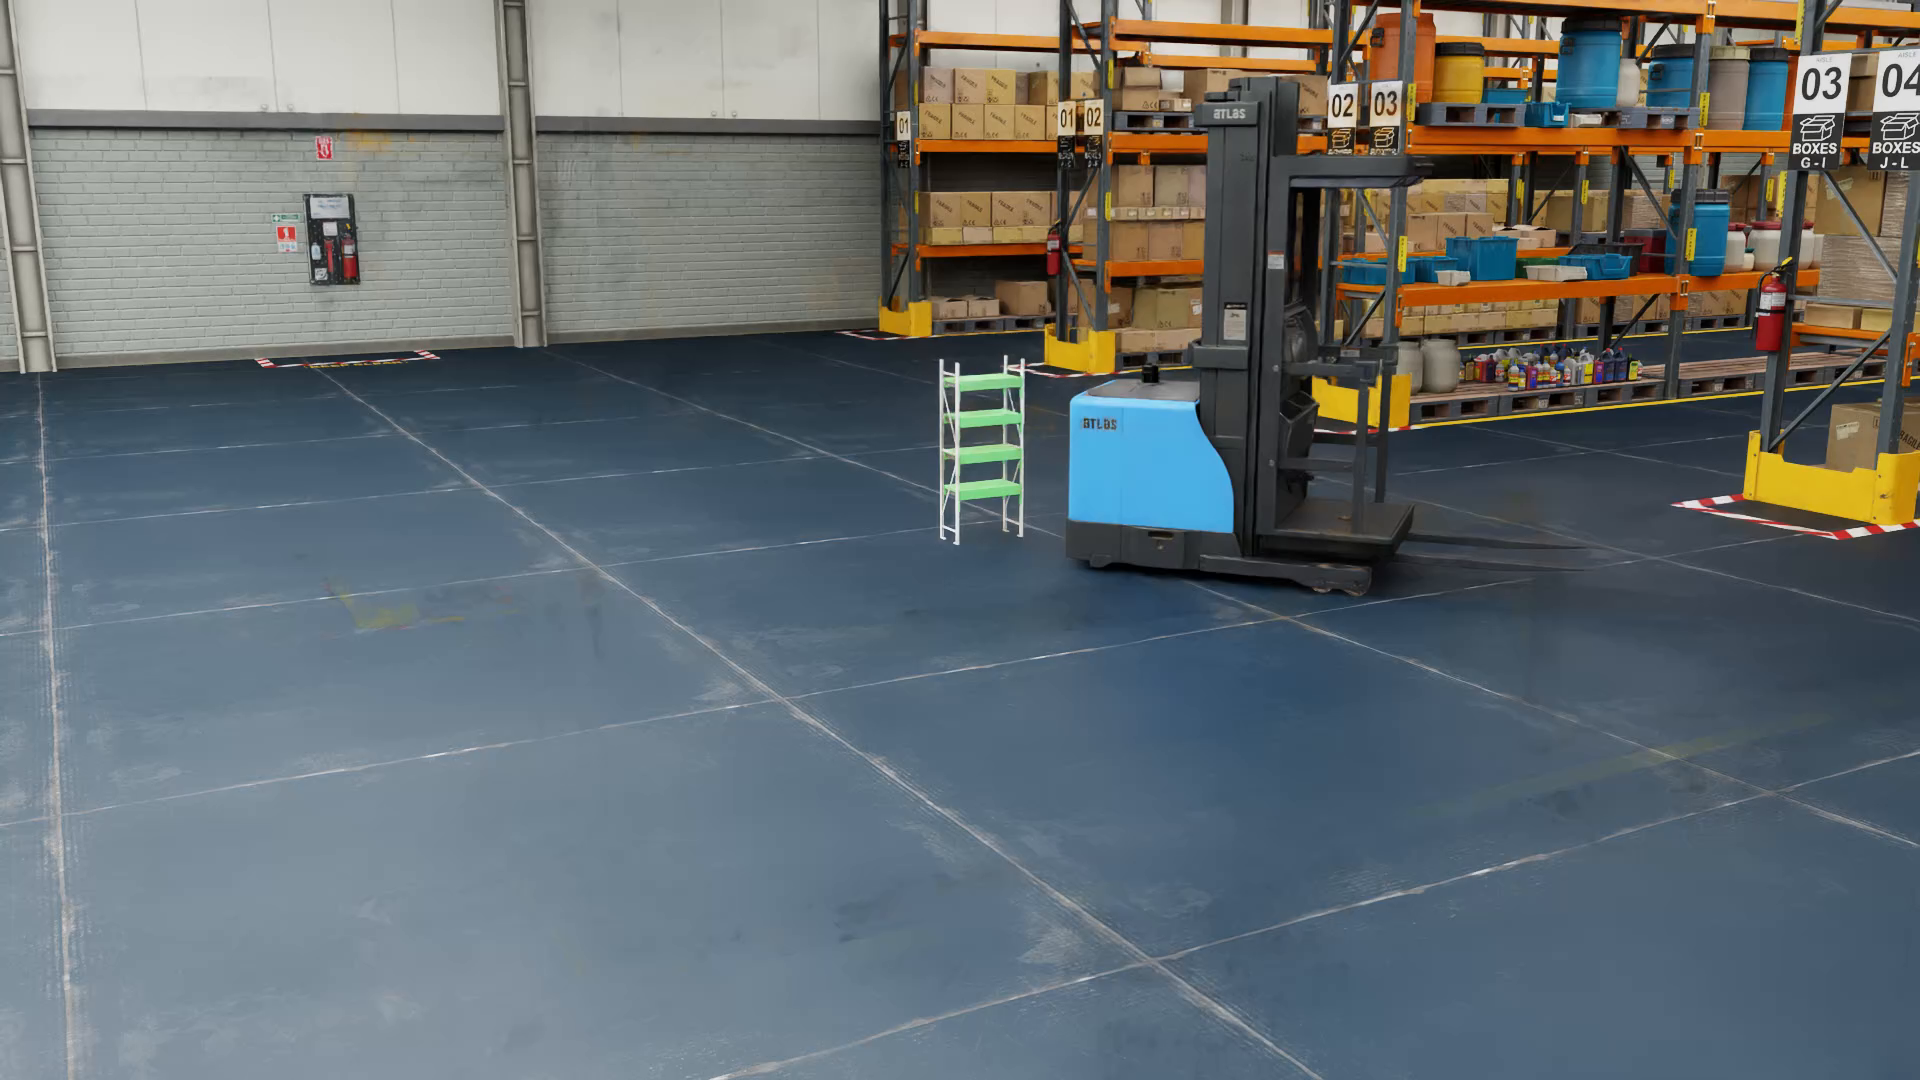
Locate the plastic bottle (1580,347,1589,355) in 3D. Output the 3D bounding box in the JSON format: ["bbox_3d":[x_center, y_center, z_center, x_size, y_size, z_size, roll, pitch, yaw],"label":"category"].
[{"bbox_3d":[6.881,-1.990,18.332,0.097,0.271,0.097,0,13,0],"label":"plastic bottle"}]

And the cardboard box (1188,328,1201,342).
[{"bbox_3d":[2.943,-2.573,21.014,0.500,0.250,0.500,-7,14,-28],"label":"cardboard box"}]

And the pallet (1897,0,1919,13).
[{"bbox_3d":[11.529,-6.186,19.441,1.003,0.211,1.213,-7,14,-28],"label":"pallet"}]

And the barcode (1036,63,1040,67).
[{"bbox_3d":[1.198,-7.292,25.519,0.075,0.075,0.001,-7,14,-28],"label":"barcode"}]

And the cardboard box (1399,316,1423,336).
[{"bbox_3d":[5.923,-2.922,22.568,0.500,0.250,0.500,-6,14,-26],"label":"cardboard box"}]

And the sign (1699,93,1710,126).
[{"bbox_3d":[7.625,-4.416,17.048,0.005,0.325,0.100,-7,14,-28],"label":"sign"}]

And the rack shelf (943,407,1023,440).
[{"bbox_3d":[0.145,-0.775,11.016,0.480,0.148,0.258,-7,14,-28],"label":"rack shelf"}]

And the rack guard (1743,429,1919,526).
[{"bbox_3d":[6.300,-0.469,12.053,0.348,0.500,1.175,-7,14,-28],"label":"rack guard"}]

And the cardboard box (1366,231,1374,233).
[{"bbox_3d":[5.684,-4.073,22.681,0.258,0.266,0.396,-7,15,-29],"label":"cardboard box"}]

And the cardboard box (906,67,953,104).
[{"bbox_3d":[-0.433,-6.547,23.988,0.500,0.500,0.500,-8,15,-32],"label":"cardboard box"}]

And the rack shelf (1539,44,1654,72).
[{"bbox_3d":[10.267,-7.022,24.367,4.000,0.370,1.077,-7,14,-28],"label":"rack shelf"}]

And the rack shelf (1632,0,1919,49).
[{"bbox_3d":[9.126,-5.647,18.254,4.000,0.370,1.077,-7,14,-28],"label":"rack shelf"}]

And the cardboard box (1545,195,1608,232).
[{"bbox_3d":[9.010,-4.773,24.302,0.700,0.500,0.500,11,17,41],"label":"cardboard box"}]

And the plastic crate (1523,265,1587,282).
[{"bbox_3d":[6.067,-2.707,16.908,0.437,0.136,0.530,-7,14,-28],"label":"plastic crate"}]

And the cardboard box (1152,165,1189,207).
[{"bbox_3d":[2.411,-4.380,20.557,0.500,0.500,0.700,-7,15,-29],"label":"cardboard box"}]

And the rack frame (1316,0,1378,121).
[{"bbox_3d":[5.001,-6.937,21.439,0.127,3.000,1.000,-7,14,-28],"label":"rack frame"}]

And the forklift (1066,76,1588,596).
[{"bbox_3d":[2.228,-1.235,9.923,3.031,2.935,1.130,5,14,21],"label":"forklift"}]

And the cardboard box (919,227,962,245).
[{"bbox_3d":[-0.307,-4.471,24.439,0.500,0.250,0.500,-7,15,-29],"label":"cardboard box"}]

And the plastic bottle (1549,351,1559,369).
[{"bbox_3d":[6.394,-1.896,17.913,0.097,0.271,0.097,0,13,0],"label":"plastic bottle"}]

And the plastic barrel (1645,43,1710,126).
[{"bbox_3d":[7.713,-4.859,17.894,0.708,0.901,0.600,-7,14,-28],"label":"plastic barrel"}]

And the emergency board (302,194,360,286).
[{"bbox_3d":[-8.141,-3.901,21.609,0.643,1.169,0.194,-7,14,-28],"label":"emergency board"}]

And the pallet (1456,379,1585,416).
[{"bbox_3d":[5.689,-1.503,17.308,1.213,0.211,1.003,-7,14,-28],"label":"pallet"}]

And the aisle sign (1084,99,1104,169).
[{"bbox_3d":[1.579,-4.792,19.650,0.004,0.787,0.394,-7,14,-28],"label":"aisle sign"}]

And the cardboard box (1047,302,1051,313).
[{"bbox_3d":[1.210,-3.624,25.872,0.250,0.149,0.380,-8,15,-32],"label":"cardboard box"}]

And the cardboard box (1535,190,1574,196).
[{"bbox_3d":[10.773,-6.082,30.621,0.700,0.700,0.980,-7,15,-29],"label":"cardboard box"}]

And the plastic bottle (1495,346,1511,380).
[{"bbox_3d":[5.761,-1.889,17.701,0.185,0.351,0.144,-6,14,-26],"label":"plastic bottle"}]

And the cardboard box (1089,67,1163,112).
[{"bbox_3d":[1.996,-5.436,20.091,0.637,0.503,0.797,-6,14,-24],"label":"cardboard box"}]

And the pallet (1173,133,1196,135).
[{"bbox_3d":[4.125,-6.491,26.714,1.003,0.211,1.213,-7,14,-28],"label":"pallet"}]

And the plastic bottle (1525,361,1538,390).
[{"bbox_3d":[5.808,-1.675,16.906,0.133,0.283,0.061,-7,14,-27],"label":"plastic bottle"}]

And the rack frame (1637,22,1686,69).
[{"bbox_3d":[13.157,-9.154,31.289,0.127,3.000,1.000,-7,14,-28],"label":"rack frame"}]

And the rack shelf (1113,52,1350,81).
[{"bbox_3d":[4.379,-7.556,26.737,4.000,0.370,1.077,-7,14,-28],"label":"rack shelf"}]

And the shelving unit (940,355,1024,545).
[{"bbox_3d":[0.145,-0.603,11.055,0.503,1.200,0.258,-7,14,-28],"label":"shelving unit"}]

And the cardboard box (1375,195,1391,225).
[{"bbox_3d":[7.148,-5.644,28.407,0.500,0.500,0.500,-6,14,-26],"label":"cardboard box"}]

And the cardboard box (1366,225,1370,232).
[{"bbox_3d":[6.760,-5.288,28.299,0.250,0.149,0.380,-7,14,-27],"label":"cardboard box"}]

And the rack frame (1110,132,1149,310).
[{"bbox_3d":[2.624,-4.965,26.338,0.127,3.000,1.000,-7,14,-28],"label":"rack frame"}]

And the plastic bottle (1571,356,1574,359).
[{"bbox_3d":[6.420,-1.785,17.392,0.133,0.283,0.061,-7,14,-28],"label":"plastic bottle"}]

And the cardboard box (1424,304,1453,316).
[{"bbox_3d":[6.378,-3.249,22.745,0.500,0.311,0.500,-7,15,-30],"label":"cardboard box"}]

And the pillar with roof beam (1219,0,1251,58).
[{"bbox_3d":[6.642,-7.513,23.996,0.400,9.000,9.100,-7,14,-28],"label":"pillar with roof beam"}]

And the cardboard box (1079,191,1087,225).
[{"bbox_3d":[1.922,-5.104,25.546,0.500,0.500,0.500,-7,14,-28],"label":"cardboard box"}]

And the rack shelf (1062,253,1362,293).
[{"bbox_3d":[3.245,-3.449,21.242,4.000,0.370,1.077,-7,14,-28],"label":"rack shelf"}]

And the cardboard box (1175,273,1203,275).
[{"bbox_3d":[3.647,-4.453,27.049,0.500,0.250,0.500,-7,15,-29],"label":"cardboard box"}]

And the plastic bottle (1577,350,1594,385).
[{"bbox_3d":[6.492,-1.800,17.309,0.185,0.351,0.144,-7,14,-28],"label":"plastic bottle"}]

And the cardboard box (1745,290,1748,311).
[{"bbox_3d":[12.494,-3.758,26.096,0.500,0.311,0.500,-7,14,-28],"label":"cardboard box"}]

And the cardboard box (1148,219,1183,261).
[{"bbox_3d":[2.364,-3.741,20.674,0.500,0.500,0.700,-6,14,-26],"label":"cardboard box"}]

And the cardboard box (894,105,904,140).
[{"bbox_3d":[-0.642,-6.159,24.538,0.500,0.500,0.500,-6,14,-24],"label":"cardboard box"}]

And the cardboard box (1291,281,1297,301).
[{"bbox_3d":[4.254,-3.099,21.644,0.500,0.500,0.500,-7,14,-28],"label":"cardboard box"}]

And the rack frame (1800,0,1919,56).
[{"bbox_3d":[6.233,-4.607,11.085,0.127,3.000,1.000,-7,14,-28],"label":"rack frame"}]

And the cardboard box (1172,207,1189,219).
[{"bbox_3d":[2.610,-4.035,20.502,0.250,0.149,0.380,-7,14,-29],"label":"cardboard box"}]

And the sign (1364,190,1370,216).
[{"bbox_3d":[5.268,-4.365,21.520,0.005,0.325,0.100,-7,14,-28],"label":"sign"}]

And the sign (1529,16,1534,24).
[{"bbox_3d":[9.916,-9.124,28.849,0.005,0.325,0.100,-7,14,-28],"label":"sign"}]

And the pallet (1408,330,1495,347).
[{"bbox_3d":[6.701,-2.864,23.356,1.213,0.211,1.003,-7,14,-28],"label":"pallet"}]

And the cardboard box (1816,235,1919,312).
[{"bbox_3d":[6.729,-1.927,11.933,0.500,0.500,0.875,-7,14,-28],"label":"cardboard box"}]

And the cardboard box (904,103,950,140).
[{"bbox_3d":[-0.474,-6.053,24.068,0.500,0.500,0.500,-6,14,-26],"label":"cardboard box"}]

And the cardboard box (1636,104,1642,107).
[{"bbox_3d":[9.326,-6.050,24.099,0.500,0.500,0.910,-7,14,-28],"label":"cardboard box"}]

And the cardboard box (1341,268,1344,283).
[{"bbox_3d":[6.843,-4.594,28.629,0.750,0.750,0.750,-7,14,-29],"label":"cardboard box"}]

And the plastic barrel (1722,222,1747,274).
[{"bbox_3d":[8.315,-3.180,18.099,0.433,0.535,0.433,0,13,0],"label":"plastic barrel"}]

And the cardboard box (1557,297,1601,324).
[{"bbox_3d":[9.048,-3.419,24.162,0.500,0.500,0.500,-6,14,-25],"label":"cardboard box"}]
